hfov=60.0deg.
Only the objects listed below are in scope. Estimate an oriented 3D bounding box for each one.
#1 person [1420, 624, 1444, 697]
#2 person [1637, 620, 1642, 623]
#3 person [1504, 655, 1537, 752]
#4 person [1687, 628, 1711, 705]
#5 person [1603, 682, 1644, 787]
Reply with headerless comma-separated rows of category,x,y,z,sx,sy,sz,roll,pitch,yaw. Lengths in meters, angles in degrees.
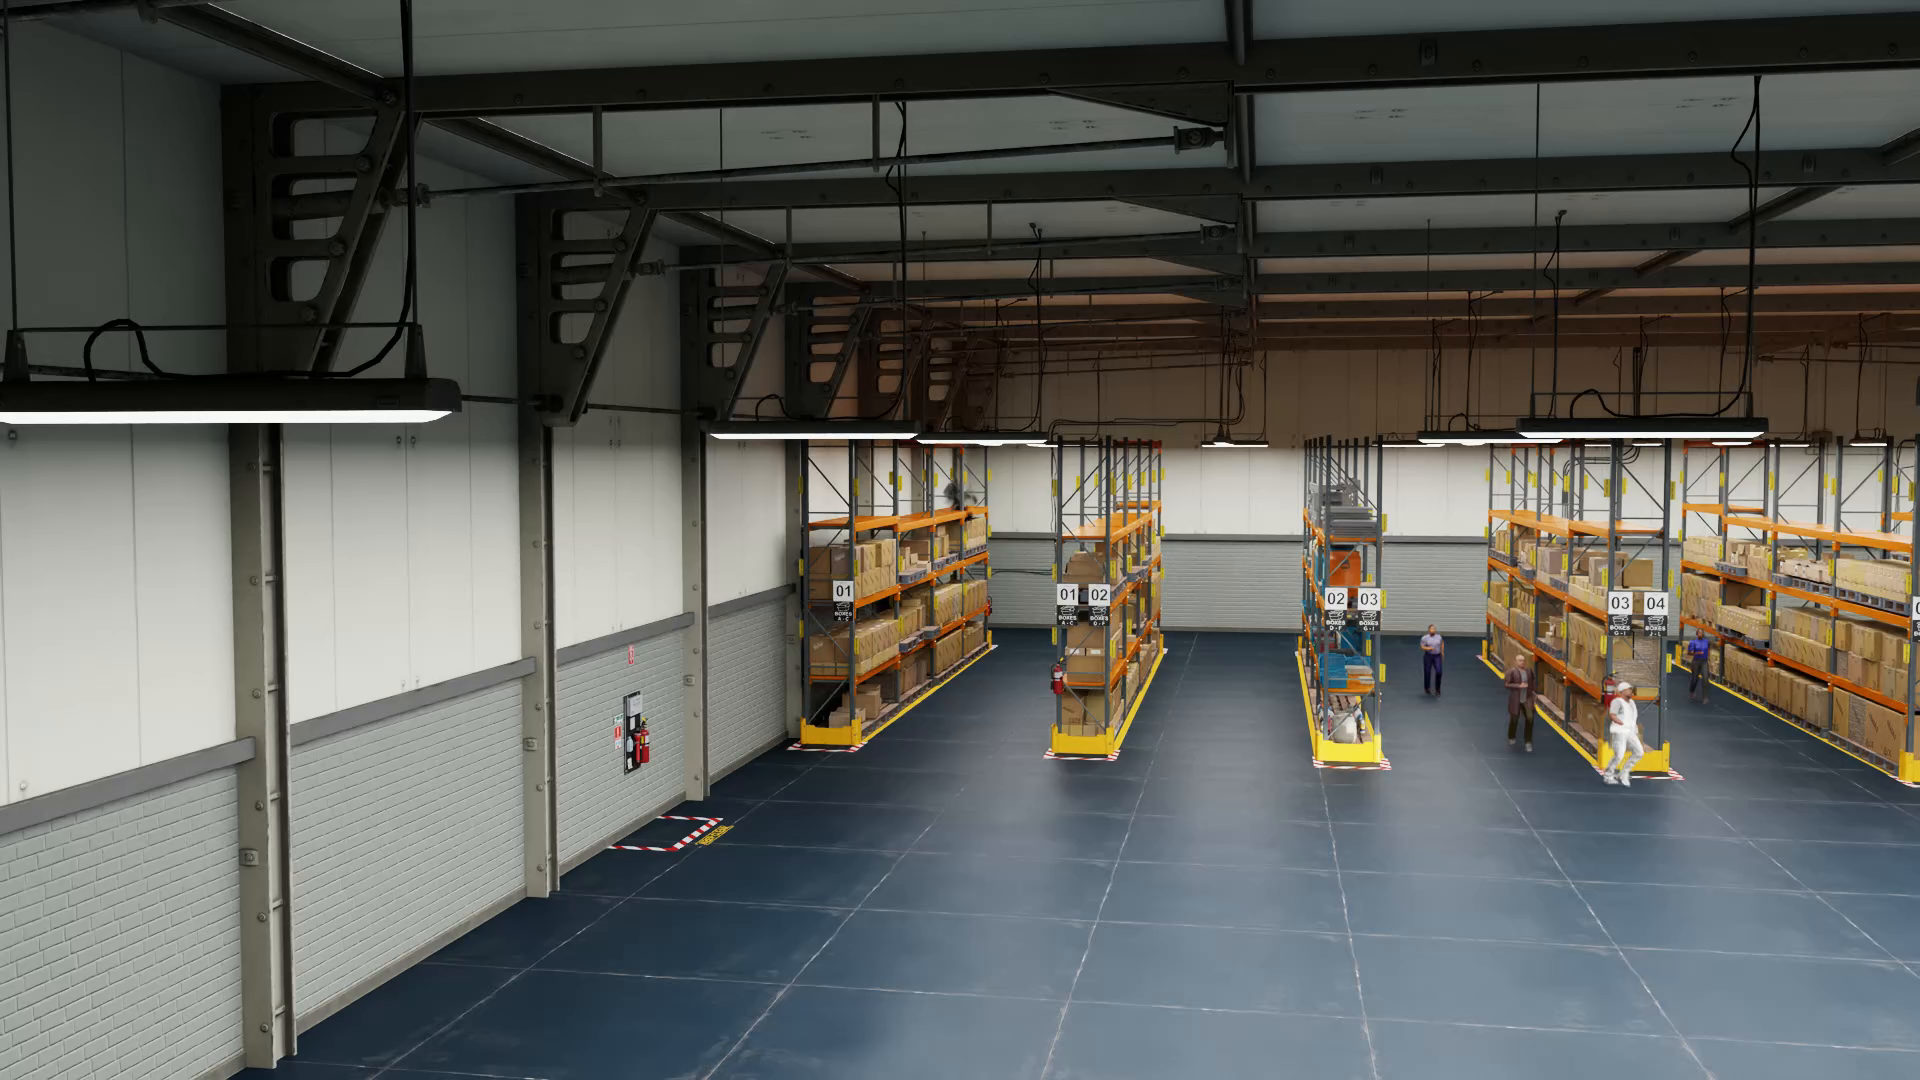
person,11.031,2.812,38.811,0.576,1.694,0.716,0,3,7
person,18.061,2.494,44.896,0.664,1.635,0.534,3,4,44
person,10.718,3.117,31.805,0.672,1.850,0.842,0,3,2
person,16.746,2.839,37.656,0.570,1.682,0.871,0,3,7
person,11.358,3.304,28.355,0.699,1.748,0.603,-2,4,-30
